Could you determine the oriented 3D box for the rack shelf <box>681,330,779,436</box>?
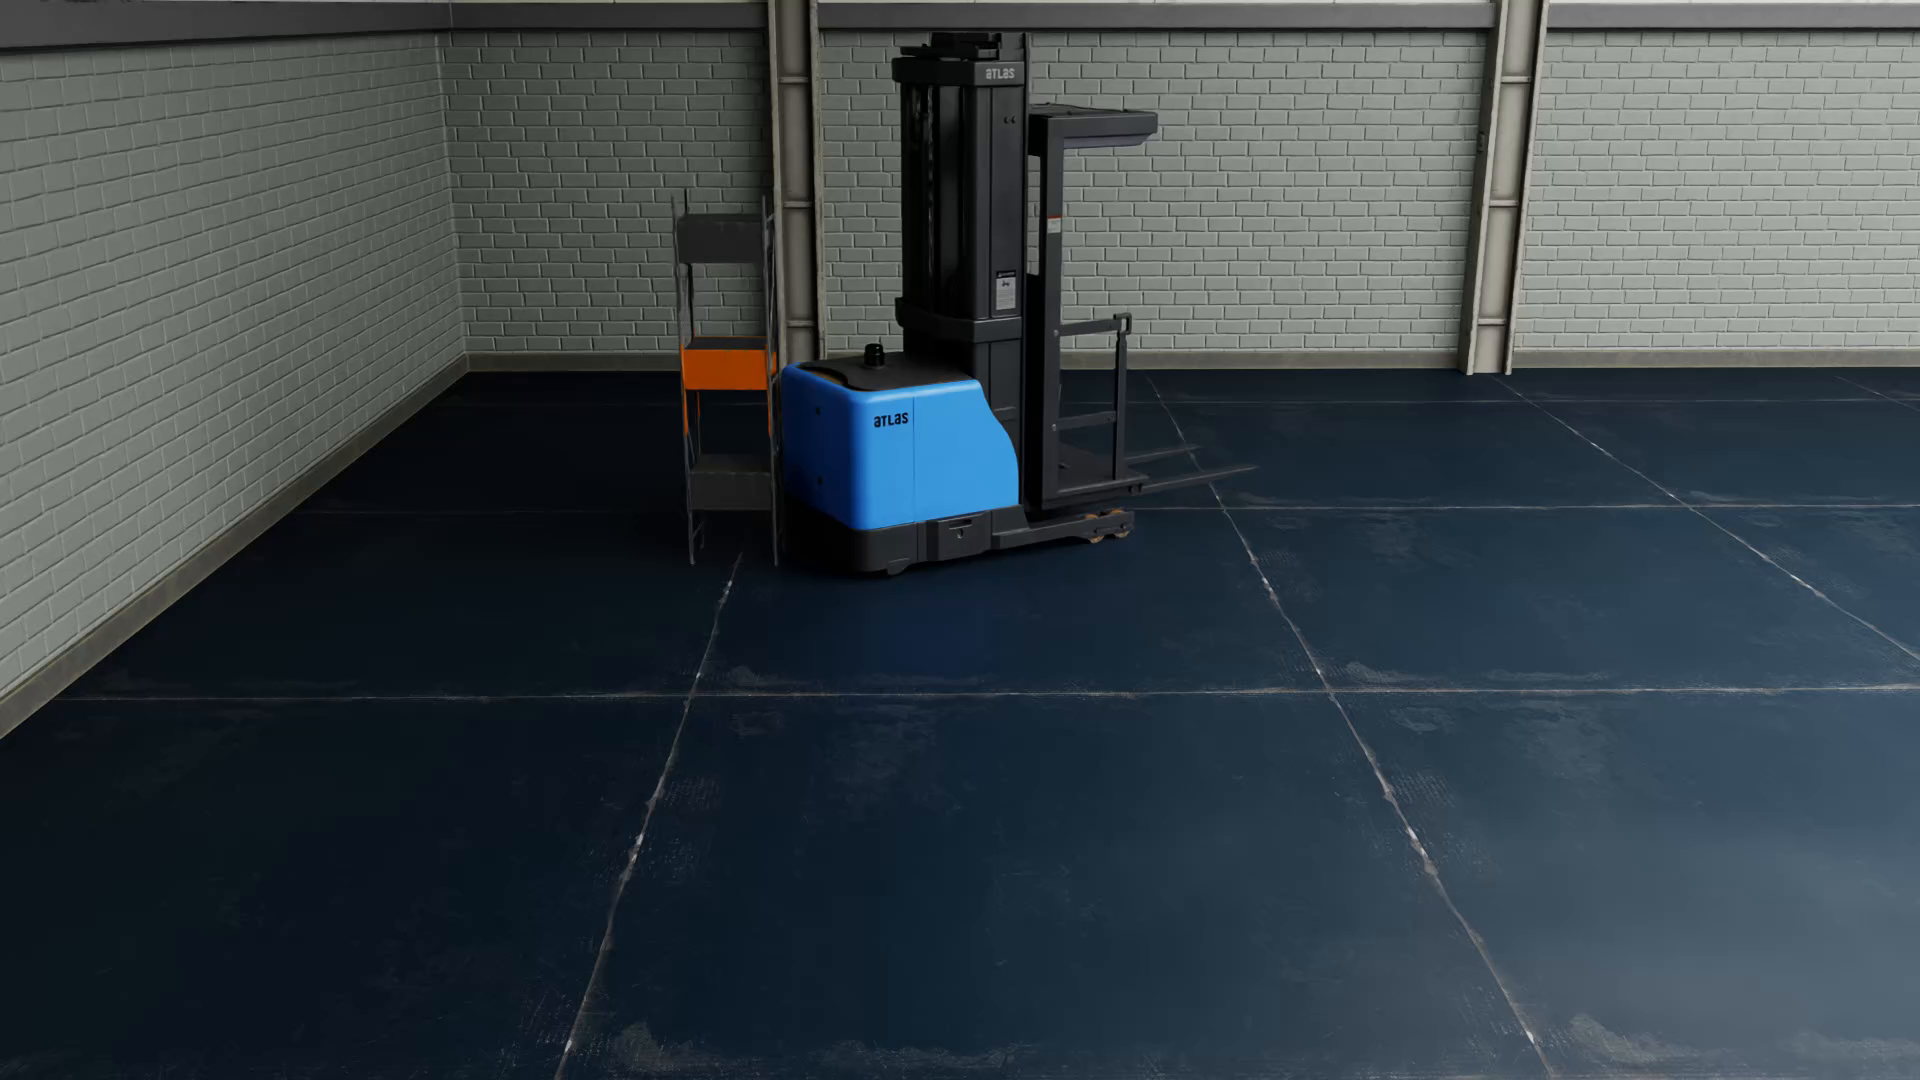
[{"bbox_3d":[-1.298,-0.897,9.451,0.480,0.518,0.431,1,18,2],"label":"rack shelf"}]

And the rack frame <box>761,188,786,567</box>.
[{"bbox_3d":[-1.054,-0.908,9.439,0.015,2.100,0.400,1,18,2],"label":"rack frame"}]

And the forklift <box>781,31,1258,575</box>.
[{"bbox_3d":[0.469,-1.510,9.957,3.031,2.935,1.130,-10,20,-29],"label":"forklift"}]

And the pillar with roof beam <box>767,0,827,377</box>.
[{"bbox_3d":[-1.302,-4.436,9.144,0.400,9.000,9.100,0,18,-1],"label":"pillar with roof beam"}]

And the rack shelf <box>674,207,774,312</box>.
[{"bbox_3d":[-1.298,-1.563,9.237,0.480,0.518,0.431,1,18,2],"label":"rack shelf"}]

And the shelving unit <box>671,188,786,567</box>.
[{"bbox_3d":[-1.298,-0.910,9.446,0.503,2.100,0.431,1,18,2],"label":"shelving unit"}]

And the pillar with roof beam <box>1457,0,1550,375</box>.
[{"bbox_3d":[4.697,-4.465,9.234,0.400,9.000,9.100,0,18,-1],"label":"pillar with roof beam"}]

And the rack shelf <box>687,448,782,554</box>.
[{"bbox_3d":[-1.298,-0.230,9.664,0.480,0.518,0.431,1,18,2],"label":"rack shelf"}]

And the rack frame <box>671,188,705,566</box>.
[{"bbox_3d":[-1.541,-0.912,9.454,0.015,2.100,0.400,1,18,2],"label":"rack frame"}]
